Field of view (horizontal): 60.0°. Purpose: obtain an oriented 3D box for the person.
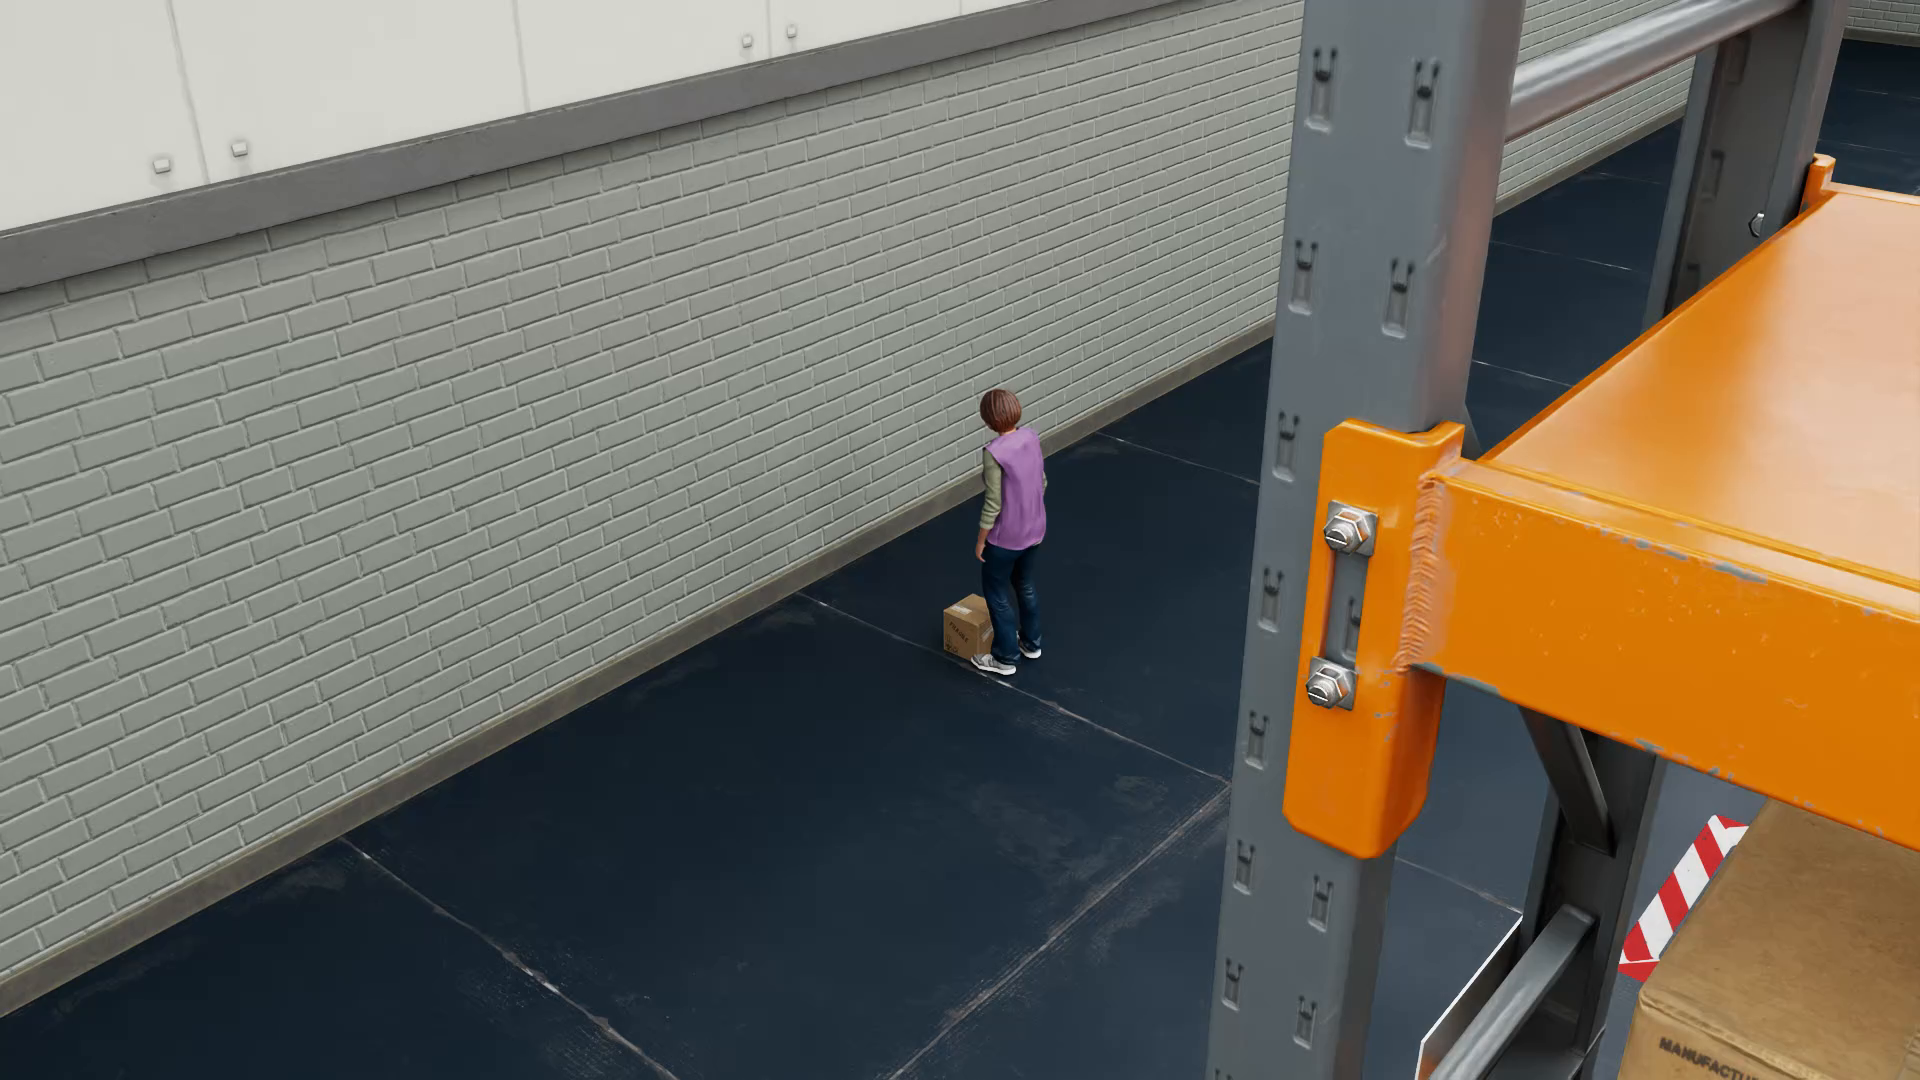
[{"bbox_3d":[0.260,0.015,8.727,0.344,1.478,0.465,23,36,37],"label":"person"}]
